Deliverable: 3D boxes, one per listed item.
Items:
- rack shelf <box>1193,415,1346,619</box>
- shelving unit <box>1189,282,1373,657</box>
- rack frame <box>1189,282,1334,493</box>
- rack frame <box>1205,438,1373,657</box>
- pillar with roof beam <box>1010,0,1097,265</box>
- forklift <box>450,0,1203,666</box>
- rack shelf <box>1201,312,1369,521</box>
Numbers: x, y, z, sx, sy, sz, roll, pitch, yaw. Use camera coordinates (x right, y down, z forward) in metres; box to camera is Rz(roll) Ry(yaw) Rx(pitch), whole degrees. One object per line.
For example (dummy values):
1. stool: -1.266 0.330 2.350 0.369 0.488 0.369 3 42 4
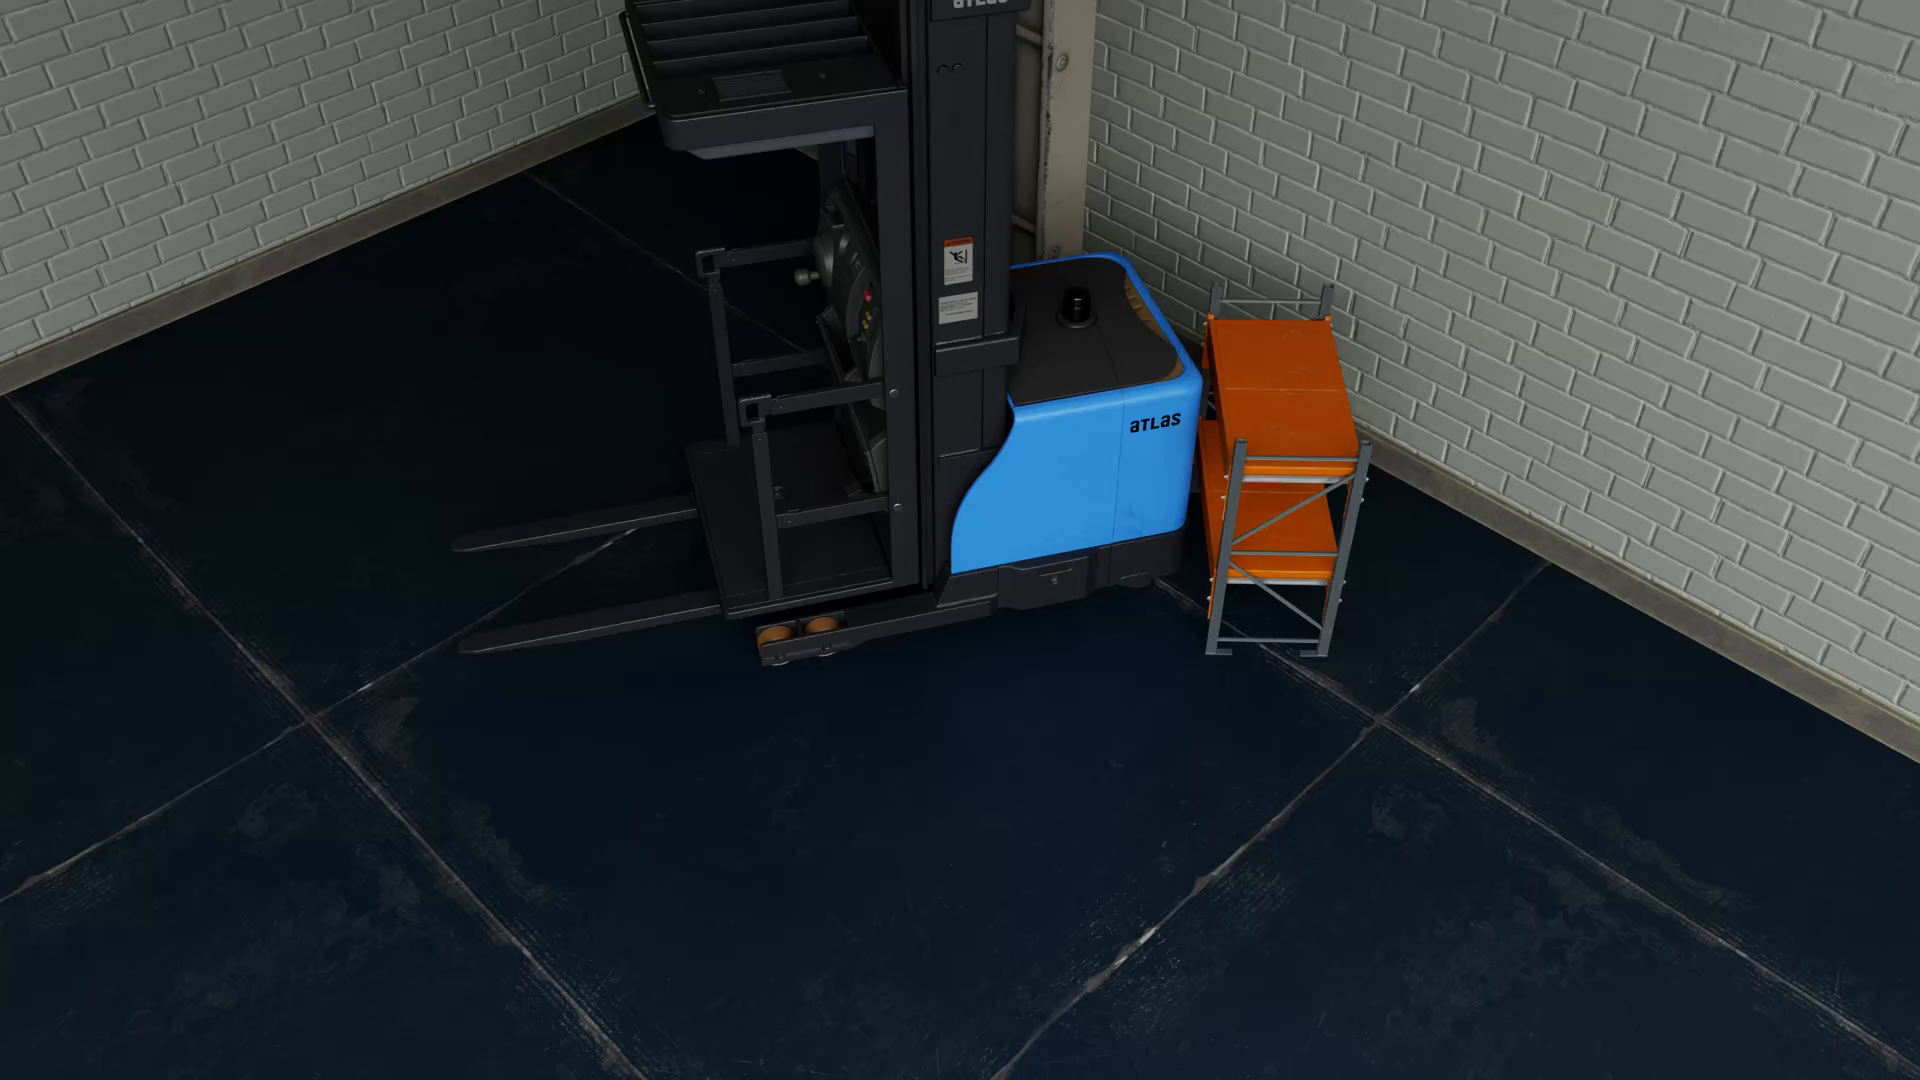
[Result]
1. rack shelf: 1.275 -0.112 7.020 0.538 0.278 1.000 1 43 1
2. shelving unit: 1.275 -0.291 6.854 0.538 1.125 1.048 1 43 1
3. rack frame: 1.289 -0.636 7.227 0.500 1.125 0.032 1 43 1
4. rack frame: 1.262 0.054 6.481 0.500 1.125 0.032 1 43 1
5. pillar with roof beam: -2.667 -2.531 3.476 9.100 9.000 0.400 -34 53 -31
6. forklift: -0.607 -0.963 6.249 3.031 2.935 1.130 -11 44 -11
7. rack shelf: 1.275 -0.506 6.655 0.538 0.278 1.000 1 43 1
